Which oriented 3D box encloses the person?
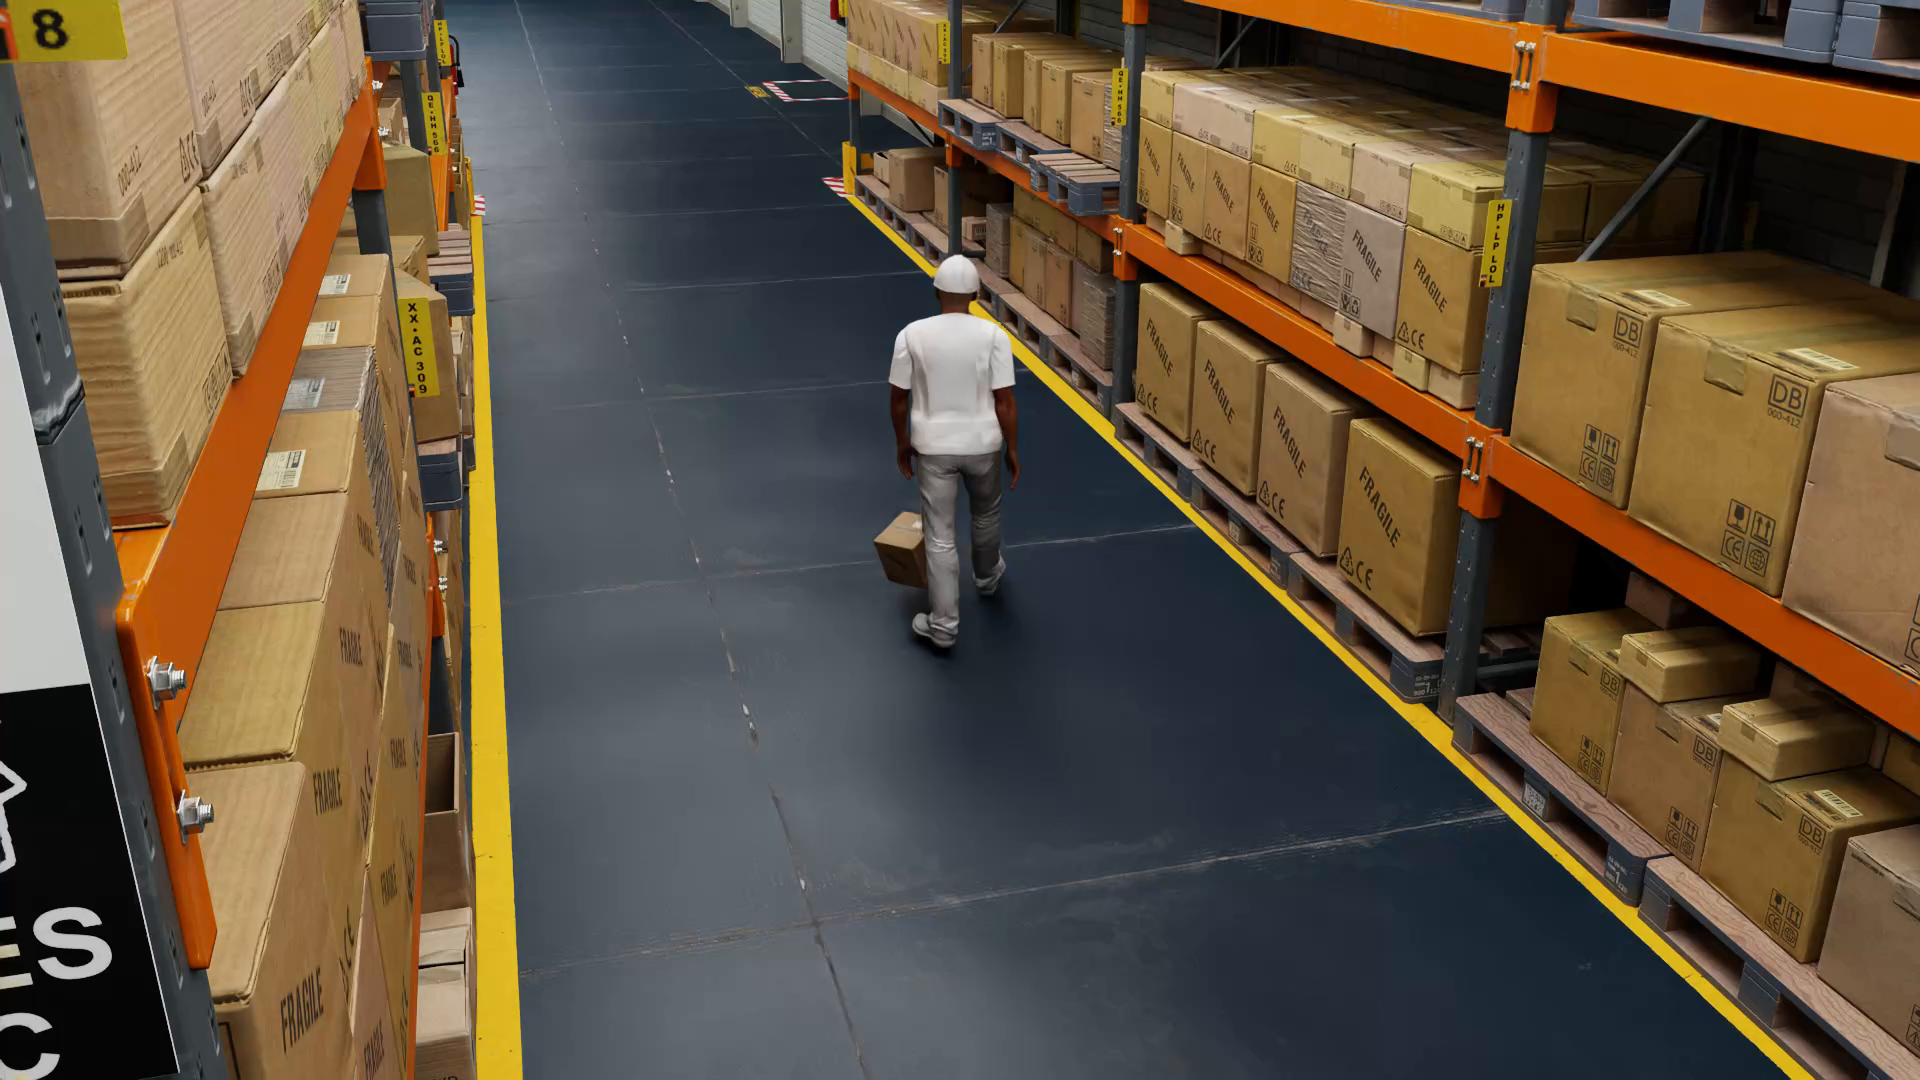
[{"bbox_3d":[-0.022,-0.445,7.664,0.601,1.728,0.951,0,23,1],"label":"person"}]
